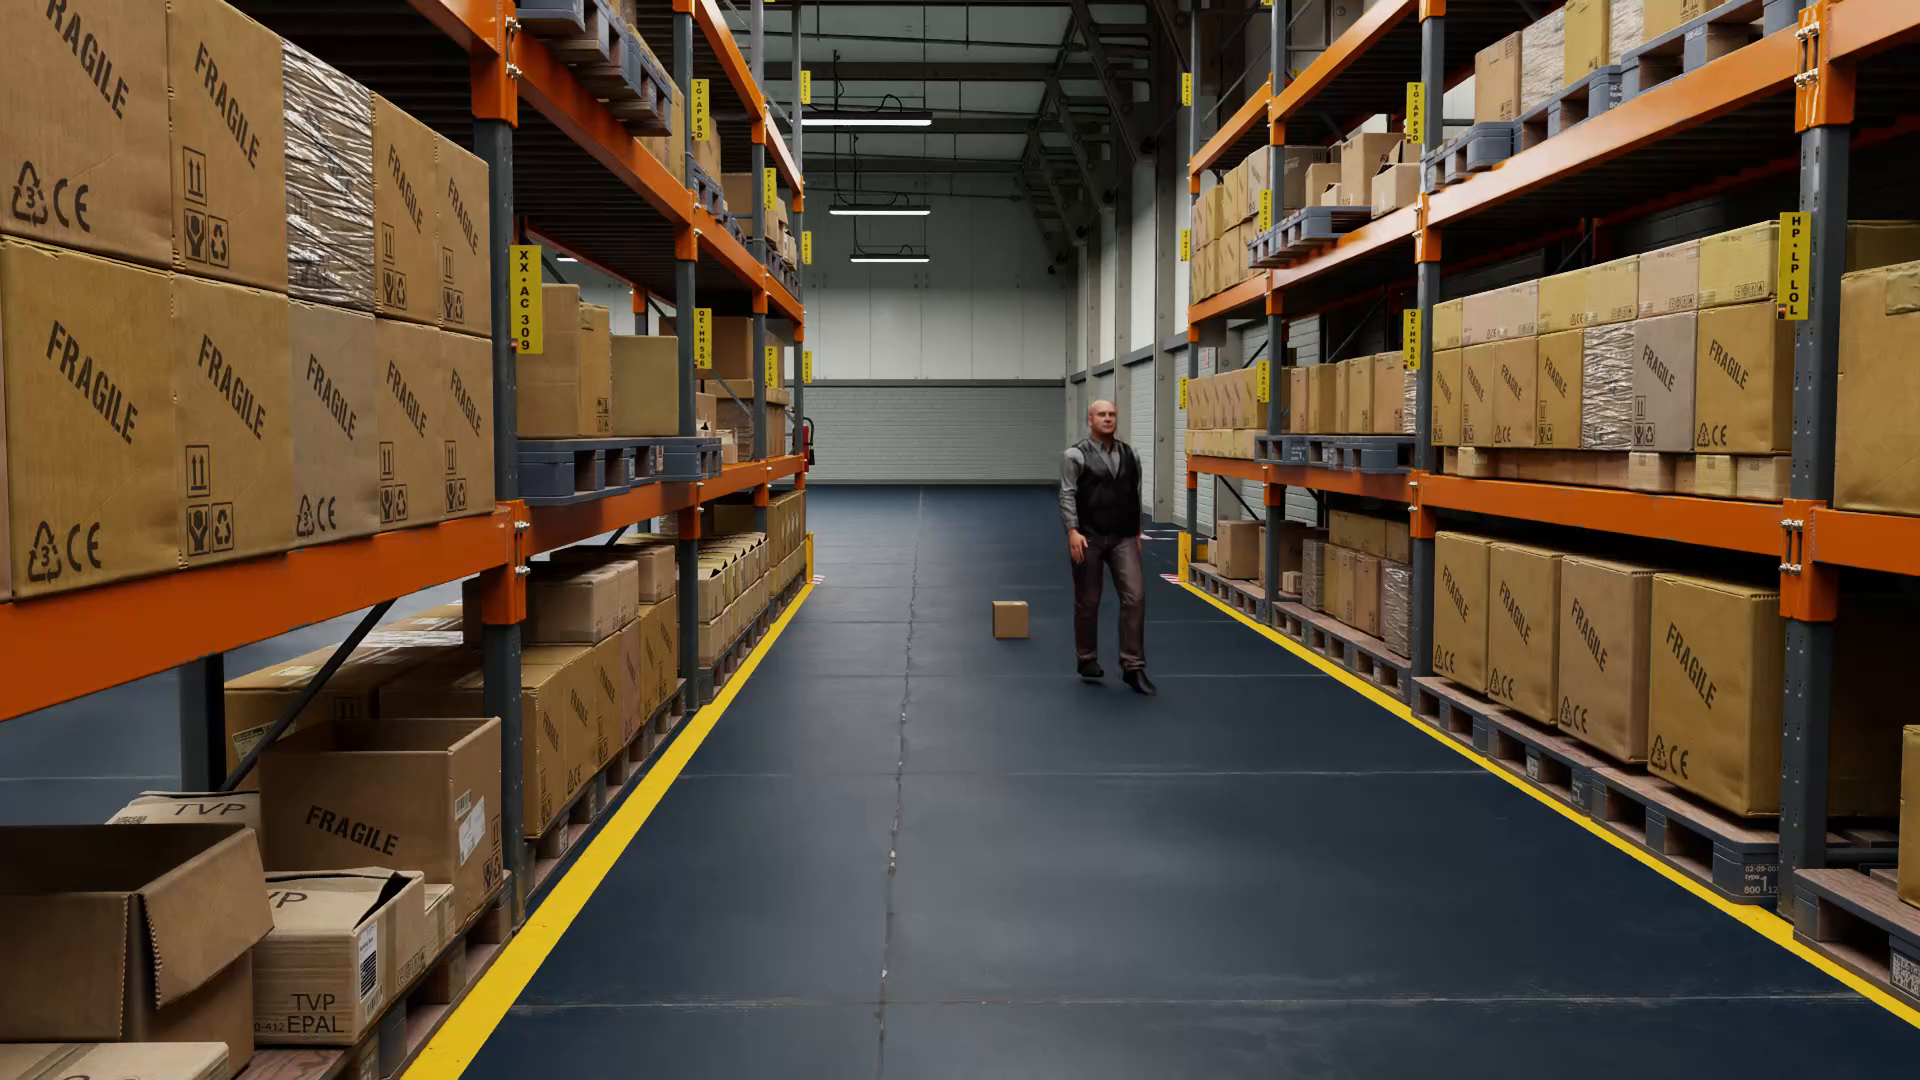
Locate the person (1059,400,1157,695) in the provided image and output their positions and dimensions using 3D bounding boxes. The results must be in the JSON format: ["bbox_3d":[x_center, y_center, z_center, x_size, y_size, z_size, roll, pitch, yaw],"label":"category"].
[{"bbox_3d":[0.880,0.036,9.993,0.571,1.758,0.758,-1,4,-14],"label":"person"}]
